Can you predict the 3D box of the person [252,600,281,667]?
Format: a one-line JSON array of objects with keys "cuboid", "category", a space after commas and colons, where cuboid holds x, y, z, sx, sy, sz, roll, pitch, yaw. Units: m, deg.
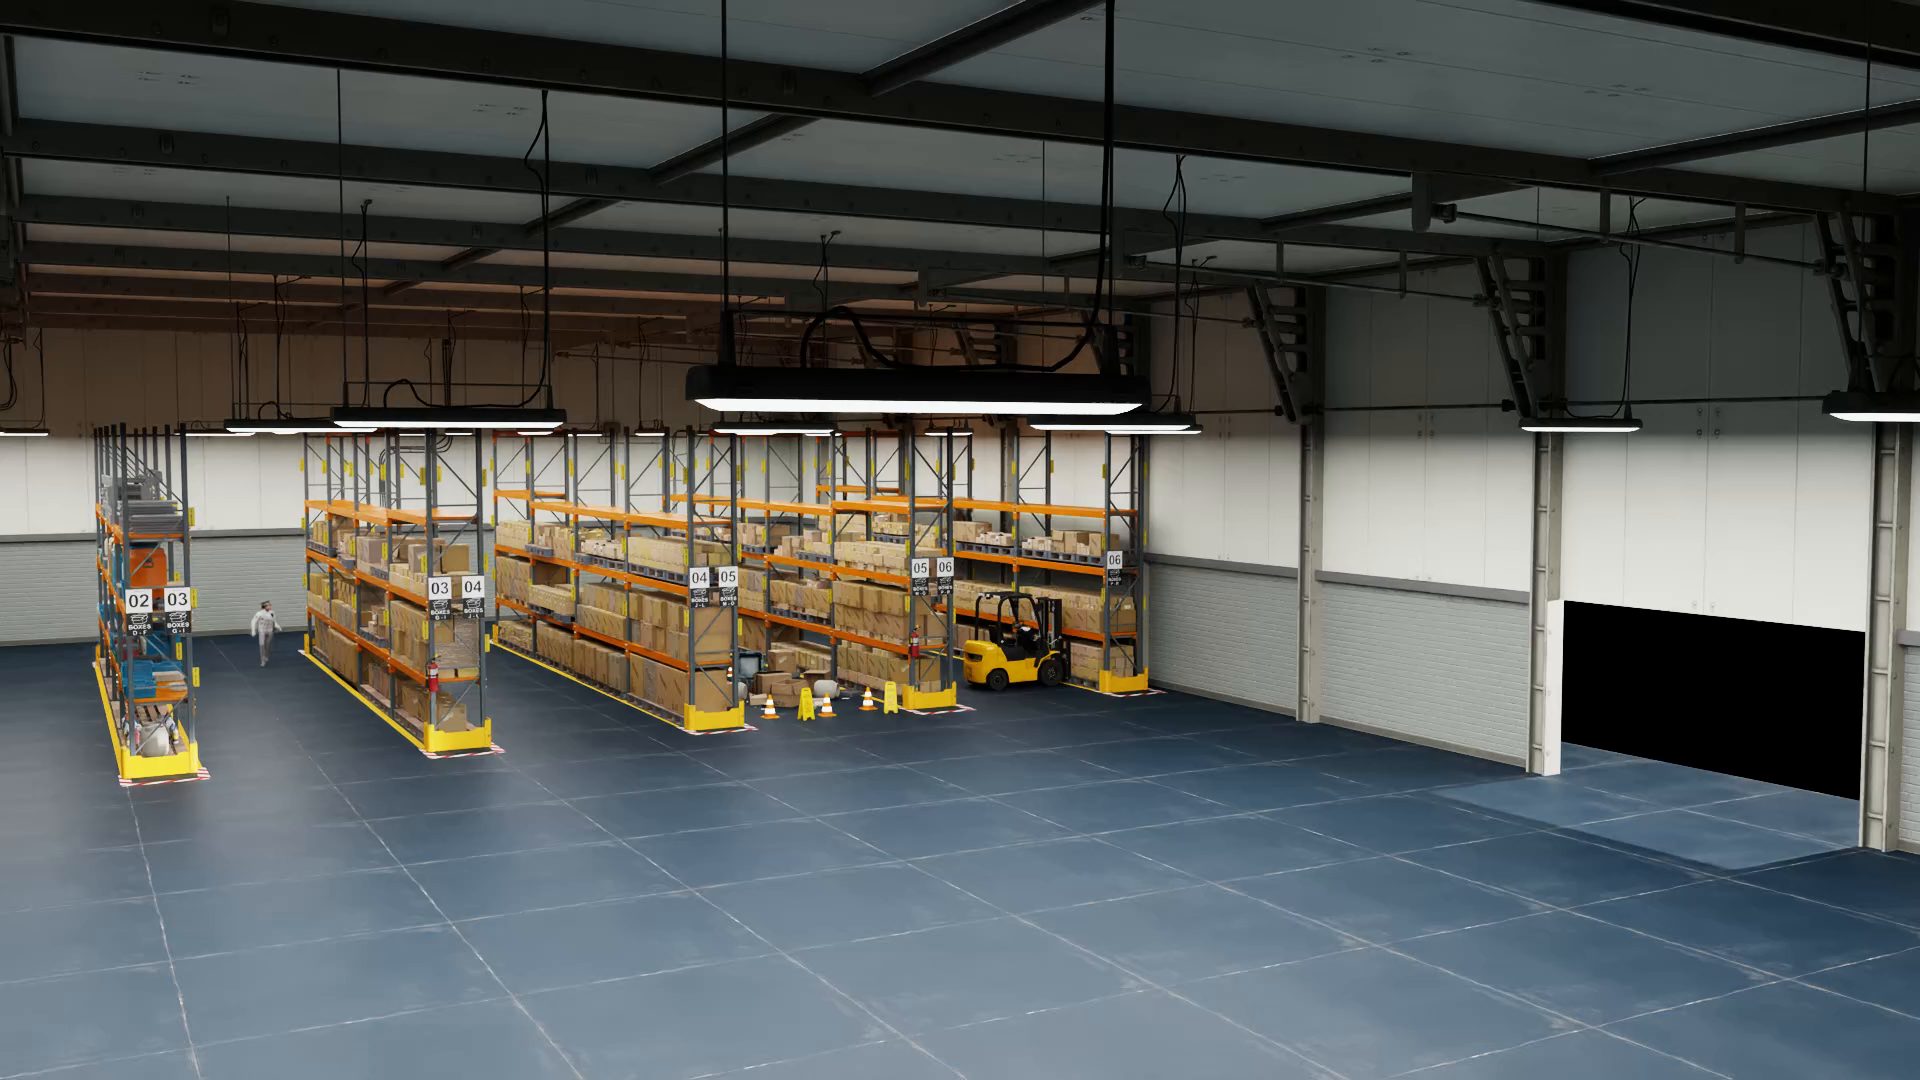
[{"cuboid": [-17.643, 2.352, 42.299, 0.682, 1.664, 0.958, -2, 4, -25], "category": "person"}]
